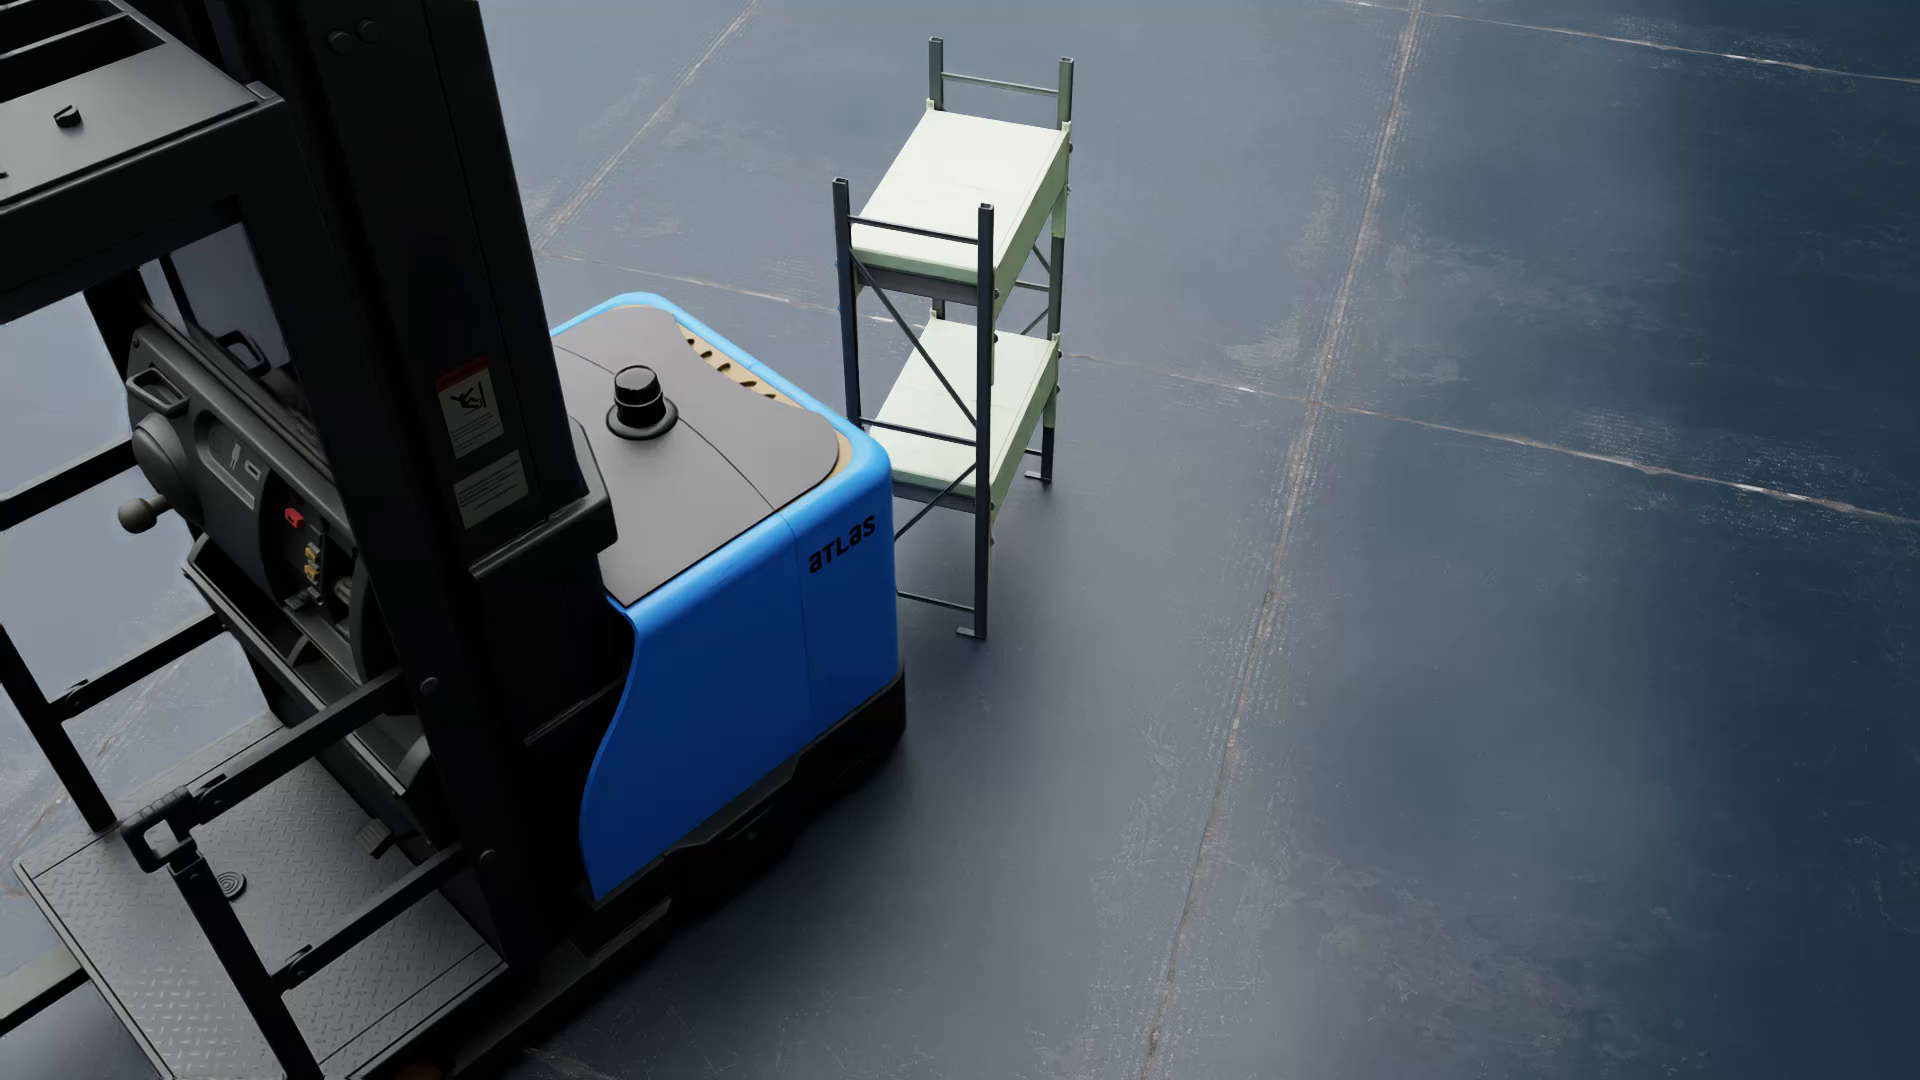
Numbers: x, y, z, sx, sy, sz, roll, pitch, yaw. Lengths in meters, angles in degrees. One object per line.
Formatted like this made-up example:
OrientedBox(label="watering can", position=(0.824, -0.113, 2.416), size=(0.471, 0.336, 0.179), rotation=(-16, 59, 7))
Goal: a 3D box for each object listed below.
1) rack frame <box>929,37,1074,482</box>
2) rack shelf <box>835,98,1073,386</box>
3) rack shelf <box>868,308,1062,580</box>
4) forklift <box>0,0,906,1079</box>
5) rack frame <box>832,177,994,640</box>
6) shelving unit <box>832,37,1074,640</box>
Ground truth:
OrientedBox(label="rack frame", position=(0.109, -0.776, 4.970), size=(0.400, 1.500, 0.023), rotation=(13, 46, 12))
OrientedBox(label="rack shelf", position=(-0.002, -0.811, 4.448), size=(0.431, 0.370, 0.720), rotation=(13, 46, 12))
OrientedBox(label="rack shelf", position=(-0.002, -0.299, 4.949), size=(0.431, 0.370, 0.720), rotation=(13, 46, 12))
OrientedBox(label="forklift", position=(-1.542, 0.006, 3.149), size=(1.130, 2.935, 3.031), rotation=(35, 54, 30))
OrientedBox(label="rack frame", position=(-0.113, -0.288, 4.472), size=(0.400, 1.500, 0.023), rotation=(13, 46, 12))
OrientedBox(label="shelving unit", position=(-0.002, -0.532, 4.721), size=(0.431, 1.500, 0.755), rotation=(13, 46, 12))
